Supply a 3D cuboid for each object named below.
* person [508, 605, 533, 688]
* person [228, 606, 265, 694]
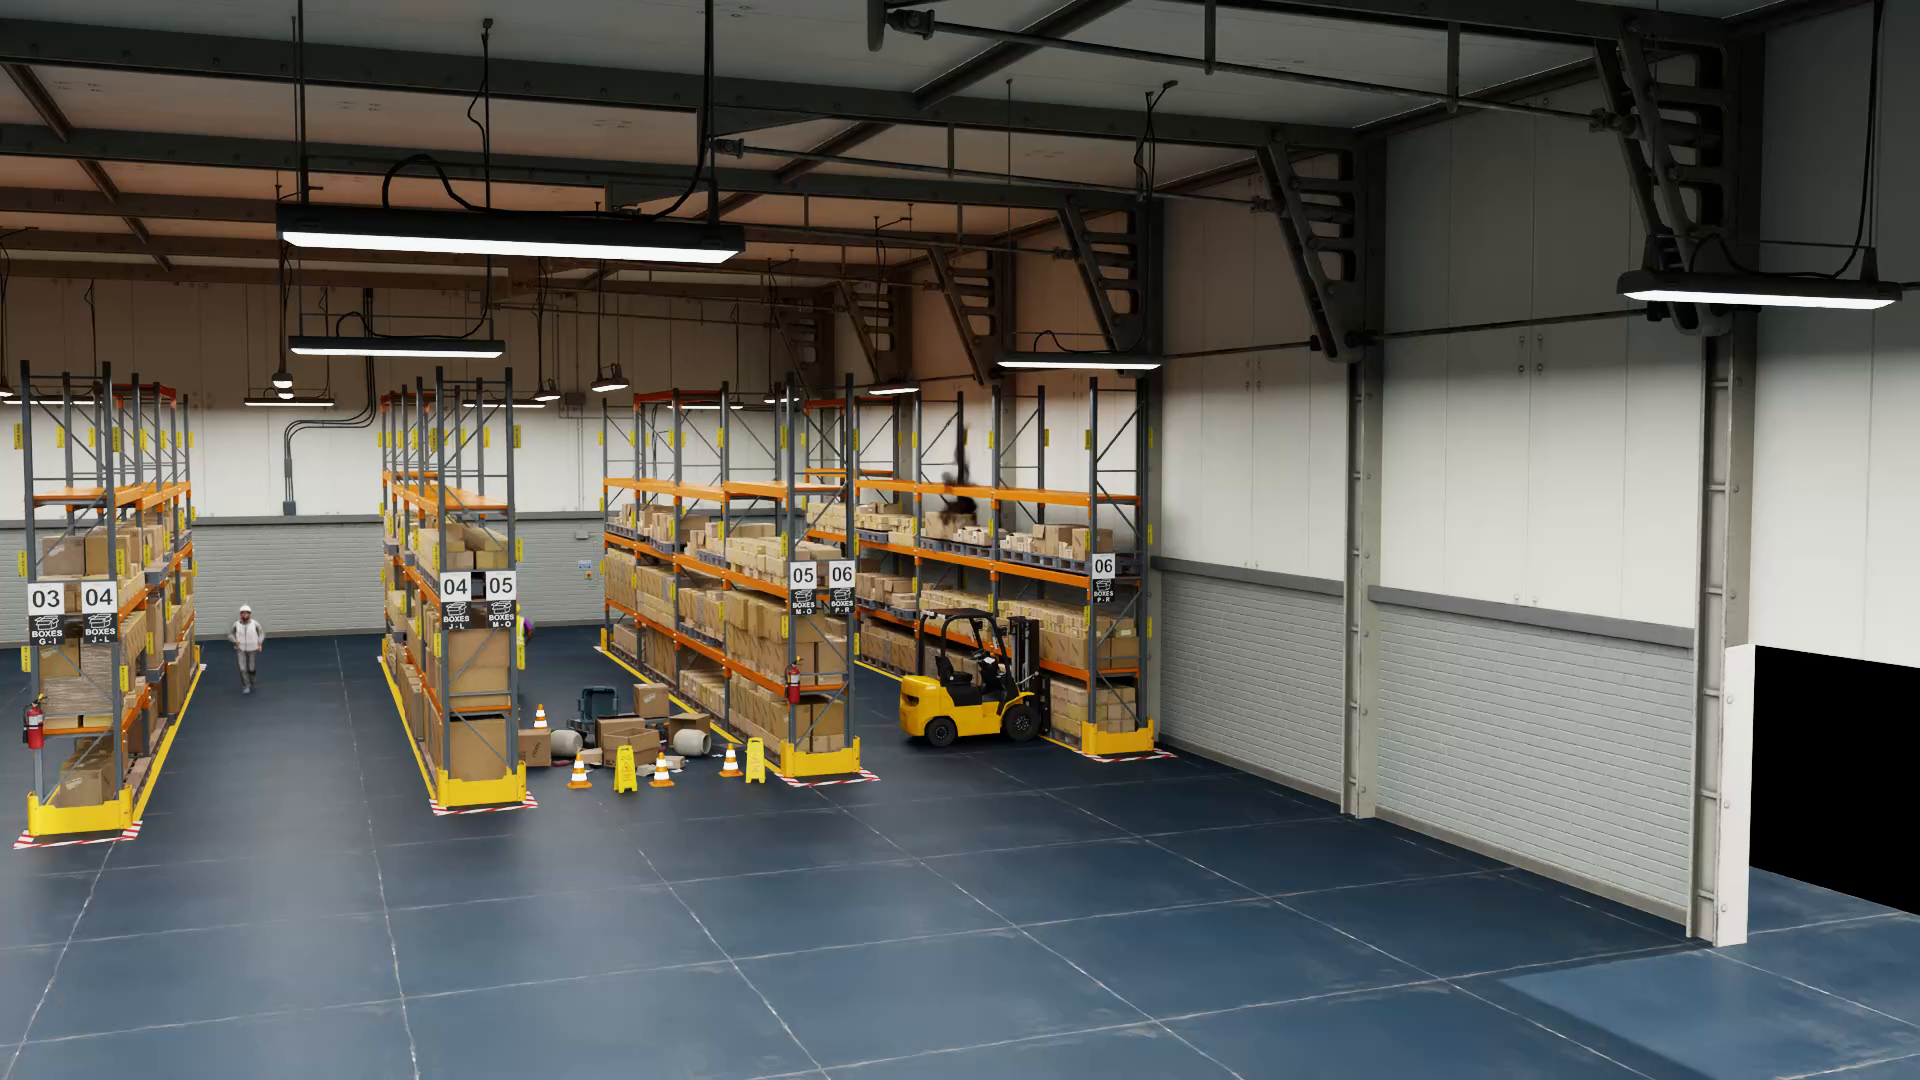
[{"bbox_3d":[-8.901,2.163,33.230,0.702,1.749,0.973,-1,4,-20],"label":"person"},{"bbox_3d":[-14.142,2.166,32.963,0.661,1.730,0.585,-1,4,-20],"label":"person"}]
